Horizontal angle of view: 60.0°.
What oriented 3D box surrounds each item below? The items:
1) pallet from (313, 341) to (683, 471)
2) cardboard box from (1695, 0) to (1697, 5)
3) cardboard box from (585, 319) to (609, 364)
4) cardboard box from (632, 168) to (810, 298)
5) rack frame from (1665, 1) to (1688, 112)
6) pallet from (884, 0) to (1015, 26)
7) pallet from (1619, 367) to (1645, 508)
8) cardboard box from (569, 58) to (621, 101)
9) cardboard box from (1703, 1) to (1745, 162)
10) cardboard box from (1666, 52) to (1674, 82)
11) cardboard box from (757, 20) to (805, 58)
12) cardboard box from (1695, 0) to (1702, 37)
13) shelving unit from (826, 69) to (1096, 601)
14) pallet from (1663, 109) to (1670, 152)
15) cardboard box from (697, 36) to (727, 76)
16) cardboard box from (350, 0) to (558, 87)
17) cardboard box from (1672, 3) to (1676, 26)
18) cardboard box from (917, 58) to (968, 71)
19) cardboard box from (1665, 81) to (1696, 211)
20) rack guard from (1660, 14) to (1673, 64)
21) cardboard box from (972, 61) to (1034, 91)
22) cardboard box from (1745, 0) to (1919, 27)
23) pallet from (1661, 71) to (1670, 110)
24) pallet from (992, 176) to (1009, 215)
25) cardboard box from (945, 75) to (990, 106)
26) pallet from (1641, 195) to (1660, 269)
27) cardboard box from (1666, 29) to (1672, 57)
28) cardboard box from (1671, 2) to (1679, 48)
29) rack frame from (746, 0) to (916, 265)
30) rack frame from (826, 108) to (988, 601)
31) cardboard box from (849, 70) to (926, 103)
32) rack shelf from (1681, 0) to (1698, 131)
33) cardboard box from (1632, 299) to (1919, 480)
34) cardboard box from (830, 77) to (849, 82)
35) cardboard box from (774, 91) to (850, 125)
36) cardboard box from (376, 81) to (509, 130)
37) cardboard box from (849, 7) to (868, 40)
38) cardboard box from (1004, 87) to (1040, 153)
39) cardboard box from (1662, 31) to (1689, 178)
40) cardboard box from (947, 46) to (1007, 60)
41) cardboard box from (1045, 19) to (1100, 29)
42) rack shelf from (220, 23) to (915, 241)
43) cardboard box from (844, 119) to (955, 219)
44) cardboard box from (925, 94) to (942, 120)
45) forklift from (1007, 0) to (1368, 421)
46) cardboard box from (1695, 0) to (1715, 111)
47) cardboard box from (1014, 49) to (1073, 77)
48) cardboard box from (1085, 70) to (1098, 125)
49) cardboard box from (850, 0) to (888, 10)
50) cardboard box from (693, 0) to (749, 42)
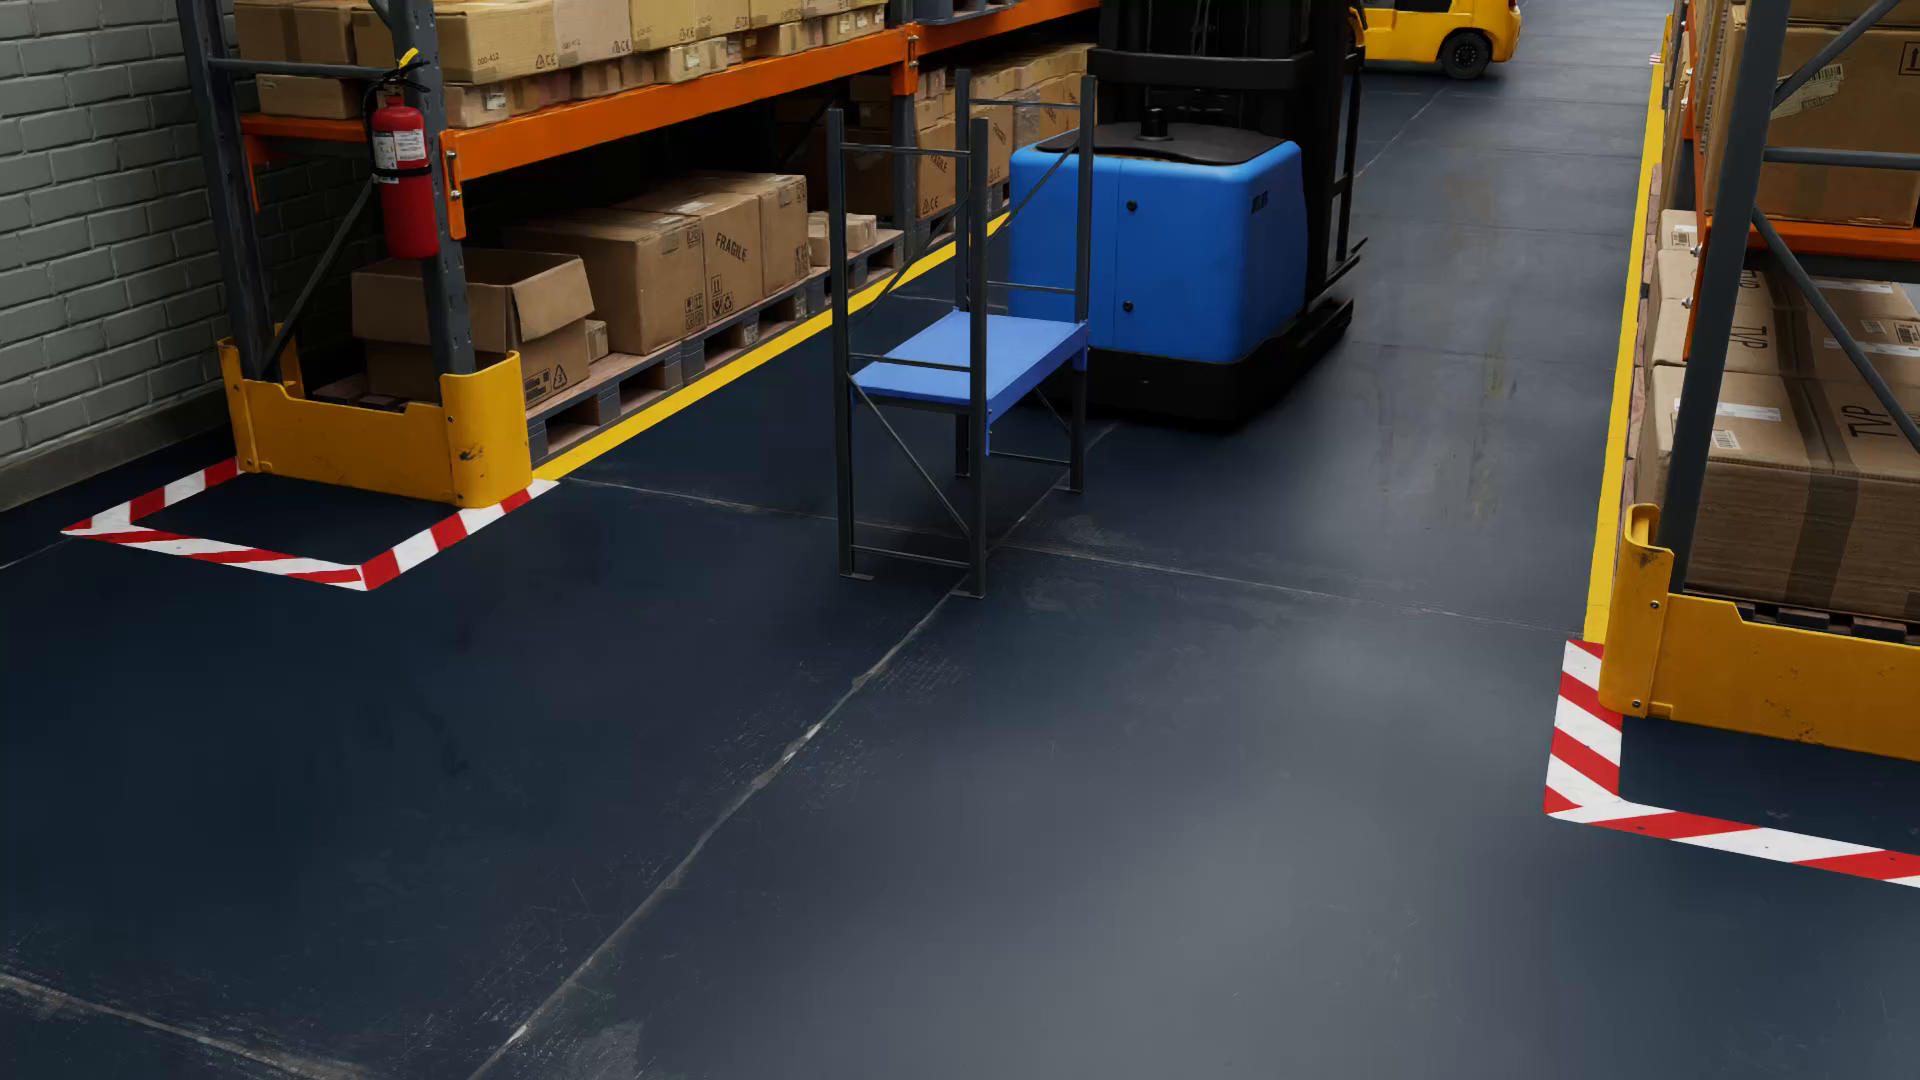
[{"bbox_3d":[-1.902,-0.633,6.991,1.003,0.211,1.213,9,24,20],"label":"pallet"},{"bbox_3d":[4.767,-3.366,10.111,0.500,0.250,0.500,8,24,19],"label":"cardboard box"},{"bbox_3d":[-1.716,-0.837,7.016,0.380,0.149,0.250,8,24,18],"label":"cardboard box"},{"bbox_3d":[-1.171,-1.524,8.206,0.700,0.500,0.500,8,24,18],"label":"cardboard box"},{"bbox_3d":[6.842,-5.192,14.288,1.000,3.000,0.127,9,24,20],"label":"rack frame"},{"bbox_3d":[-0.341,-3.220,9.816,1.003,0.211,1.213,9,24,20],"label":"pallet"},{"bbox_3d":[3.064,-0.343,6.298,1.003,0.211,1.213,9,24,20],"label":"pallet"},{"bbox_3d":[-1.581,-1.848,6.608,0.380,0.149,0.250,10,25,22],"label":"cardboard box"},{"bbox_3d":[2.519,-1.332,4.917,0.500,0.500,0.500,8,24,19],"label":"cardboard box"},{"bbox_3d":[6.812,-4.367,15.335,0.500,0.250,0.500,10,25,22],"label":"cardboard box"},{"bbox_3d":[-0.965,-2.394,7.915,0.380,0.149,0.250,8,24,19],"label":"cardboard box"},{"bbox_3d":[3.994,-2.639,8.370,0.500,0.250,0.500,8,24,19],"label":"cardboard box"},{"bbox_3d":[0.032,-0.723,5.534,0.538,1.500,1.048,9,24,20],"label":"shelving unit"},{"bbox_3d":[6.103,-3.188,13.109,1.003,0.211,1.213,9,24,20],"label":"pallet"},{"bbox_3d":[-1.245,-2.120,7.260,0.380,0.149,0.250,9,24,21],"label":"cardboard box"},{"bbox_3d":[-1.806,-1.799,5.973,0.500,0.250,0.500,9,24,20],"label":"cardboard box"},{"bbox_3d":[7.573,-5.449,16.953,0.500,0.500,0.500,8,24,18],"label":"cardboard box"},{"bbox_3d":[-0.167,-3.197,11.369,0.380,0.149,0.250,9,24,20],"label":"cardboard box"},{"bbox_3d":[4.027,-1.776,8.321,0.875,0.875,0.875,10,25,22],"label":"cardboard box"},{"bbox_3d":[8.300,-5.443,18.131,1.175,0.500,0.348,9,24,20],"label":"rack guard"},{"bbox_3d":[0.280,-3.126,11.199,0.380,0.149,0.250,8,24,18],"label":"cardboard box"},{"bbox_3d":[2.343,-1.612,4.290,0.500,0.500,0.500,10,25,22],"label":"cardboard box"},{"bbox_3d":[7.059,-4.151,15.413,1.003,0.211,1.213,9,24,20],"label":"pallet"},{"bbox_3d":[-0.021,-2.486,11.428,1.003,0.211,1.213,9,24,20],"label":"pallet"},{"bbox_3d":[-0.026,-2.856,10.552,0.380,0.149,0.250,9,24,20],"label":"cardboard box"},{"bbox_3d":[4.539,-1.767,9.707,1.003,0.211,1.213,9,24,20],"label":"pallet"},{"bbox_3d":[7.575,-5.118,17.133,0.500,0.250,0.500,10,25,22],"label":"cardboard box"},{"bbox_3d":[7.000,-4.895,15.627,0.500,0.500,0.500,9,24,21],"label":"cardboard box"},{"bbox_3d":[-0.739,-3.038,9.132,1.000,3.000,0.127,9,24,20],"label":"rack frame"},{"bbox_3d":[-0.157,-0.541,5.098,0.500,1.500,0.032,9,24,20],"label":"rack frame"},{"bbox_3d":[-0.415,-2.614,9.588,0.380,0.149,0.250,8,24,19],"label":"cardboard box"},{"bbox_3d":[4.614,-2.713,9.286,1.077,0.370,4.000,9,24,20],"label":"rack shelf"},{"bbox_3d":[2.869,-0.488,5.807,0.875,0.438,0.875,9,24,21],"label":"cardboard box"},{"bbox_3d":[-0.625,-2.830,10.489,0.380,0.149,0.250,8,24,17],"label":"cardboard box"},{"bbox_3d":[-0.870,-2.551,9.822,0.380,0.149,0.250,8,24,18],"label":"cardboard box"},{"bbox_3d":[-1.848,-1.569,5.941,0.380,0.149,0.250,9,24,20],"label":"cardboard box"},{"bbox_3d":[-0.700,-2.676,8.590,0.380,0.149,0.250,9,24,21],"label":"cardboard box"},{"bbox_3d":[0.226,-2.774,11.198,0.500,0.500,0.500,8,24,18],"label":"cardboard box"},{"bbox_3d":[5.023,-2.739,10.626,0.875,0.875,0.875,9,24,20],"label":"cardboard box"},{"bbox_3d":[0.122,-3.476,12.036,0.380,0.149,0.250,9,24,21],"label":"cardboard box"},{"bbox_3d":[1.226,-4.024,14.028,0.875,0.625,0.625,10,25,22],"label":"cardboard box"},{"bbox_3d":[-1.482,-1.991,7.557,1.077,0.370,4.000,9,24,20],"label":"rack shelf"},{"bbox_3d":[-0.351,-2.220,9.870,0.500,0.500,0.500,10,25,22],"label":"cardboard box"},{"bbox_3d":[-0.328,-2.578,9.888,0.380,0.149,0.250,8,24,19],"label":"cardboard box"},{"bbox_3d":[1.285,-2.366,7.611,1.130,2.935,3.031,11,25,24],"label":"forklift"},{"bbox_3d":[3.072,-1.888,6.249,0.500,0.500,0.500,9,24,20],"label":"cardboard box"},{"bbox_3d":[0.587,-3.406,11.870,0.380,0.149,0.250,8,24,18],"label":"cardboard box"},{"bbox_3d":[0.789,-3.328,12.524,0.500,0.500,0.500,10,24,22],"label":"cardboard box"},{"bbox_3d":[-0.702,-2.889,8.584,0.500,0.250,0.500,9,24,21],"label":"cardboard box"},{"bbox_3d":[-1.264,-2.347,7.286,0.500,0.250,0.500,8,24,19],"label":"cardboard box"}]
